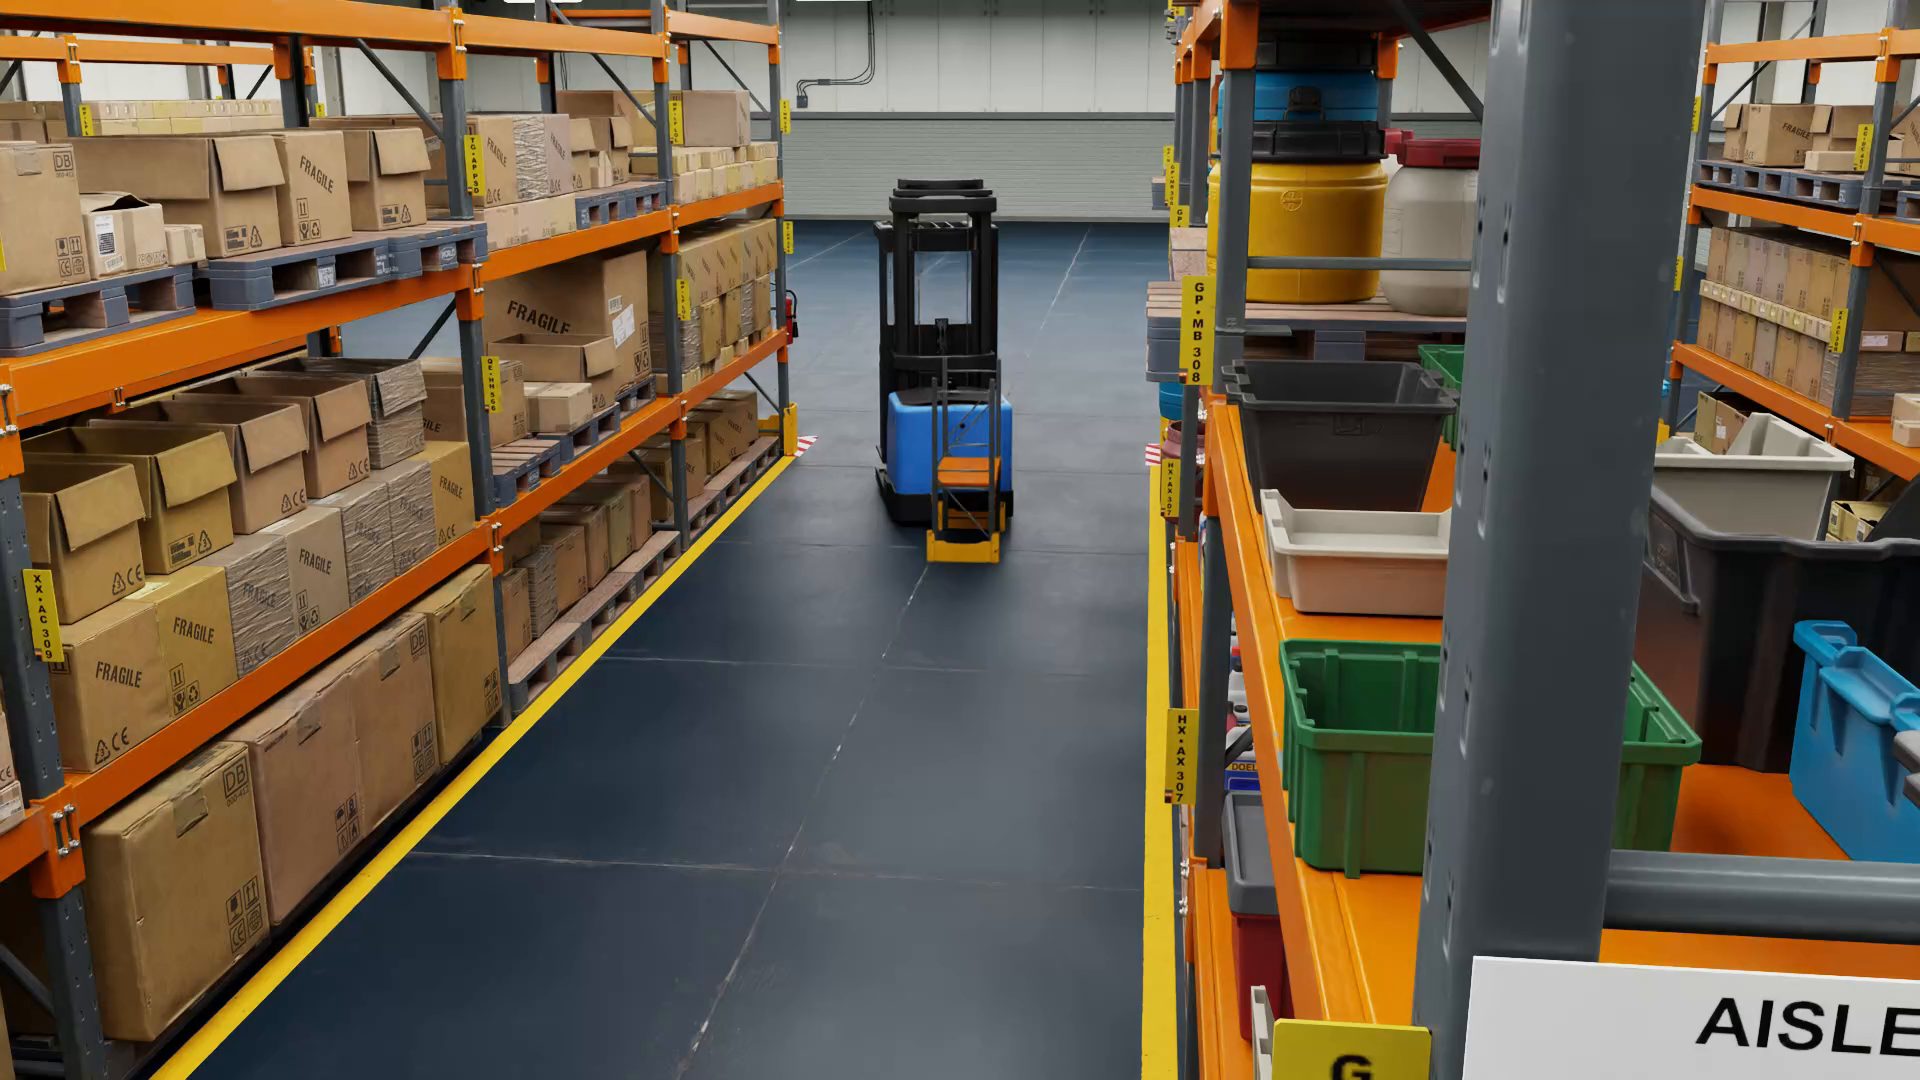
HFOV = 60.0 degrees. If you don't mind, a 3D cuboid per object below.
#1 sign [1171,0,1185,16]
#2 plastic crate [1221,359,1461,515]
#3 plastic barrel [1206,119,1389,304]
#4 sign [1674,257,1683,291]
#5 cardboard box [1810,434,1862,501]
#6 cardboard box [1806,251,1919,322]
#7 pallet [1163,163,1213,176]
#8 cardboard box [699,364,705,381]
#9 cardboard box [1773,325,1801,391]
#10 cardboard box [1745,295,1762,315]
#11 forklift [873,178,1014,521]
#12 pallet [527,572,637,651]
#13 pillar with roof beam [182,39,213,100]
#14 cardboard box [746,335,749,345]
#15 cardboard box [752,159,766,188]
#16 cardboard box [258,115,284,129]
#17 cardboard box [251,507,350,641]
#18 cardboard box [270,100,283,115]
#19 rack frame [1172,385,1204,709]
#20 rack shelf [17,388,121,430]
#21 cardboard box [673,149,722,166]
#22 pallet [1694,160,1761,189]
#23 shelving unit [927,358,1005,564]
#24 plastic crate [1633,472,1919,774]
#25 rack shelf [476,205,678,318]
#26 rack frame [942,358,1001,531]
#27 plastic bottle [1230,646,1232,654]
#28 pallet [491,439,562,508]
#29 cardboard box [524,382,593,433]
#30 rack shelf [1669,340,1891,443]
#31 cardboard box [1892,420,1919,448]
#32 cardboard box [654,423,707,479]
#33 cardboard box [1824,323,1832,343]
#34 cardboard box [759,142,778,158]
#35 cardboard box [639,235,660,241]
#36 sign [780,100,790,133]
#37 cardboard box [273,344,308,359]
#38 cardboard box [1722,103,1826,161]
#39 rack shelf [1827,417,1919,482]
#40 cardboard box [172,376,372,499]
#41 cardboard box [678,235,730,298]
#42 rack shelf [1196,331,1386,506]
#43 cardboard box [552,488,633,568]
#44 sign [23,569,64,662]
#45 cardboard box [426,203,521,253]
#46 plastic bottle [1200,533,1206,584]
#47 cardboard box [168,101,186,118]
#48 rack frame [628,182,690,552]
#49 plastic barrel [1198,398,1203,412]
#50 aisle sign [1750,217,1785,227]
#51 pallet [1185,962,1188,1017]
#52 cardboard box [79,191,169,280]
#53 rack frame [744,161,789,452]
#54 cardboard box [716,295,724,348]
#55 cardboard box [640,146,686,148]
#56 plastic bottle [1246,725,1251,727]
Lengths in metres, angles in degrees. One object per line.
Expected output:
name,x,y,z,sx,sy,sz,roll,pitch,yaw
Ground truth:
sign,1.612,-4.045,12.282,0.100,0.325,0.005,2,15,6
plastic crate,0.843,-0.227,3.757,0.497,0.269,0.590,2,15,6
plastic barrel,1.156,-1.140,5.720,0.600,0.588,0.600,0,15,0
sign,6.980,-2.595,16.203,0.100,0.325,0.005,2,15,6
cardboard box,6.982,-0.577,13.577,0.500,0.500,0.500,2,15,6
cardboard box,7.179,-2.005,13.152,0.700,0.500,0.500,2,15,6
pallet,2.419,-3.413,15.654,1.003,0.211,1.213,2,15,6
cardboard box,-2.399,-1.432,14.194,0.380,0.149,0.250,2,15,6
cardboard box,7.236,-1.514,13.824,0.700,0.500,0.500,2,15,7
cardboard box,7.129,-2.053,14.574,0.380,0.149,0.250,2,15,6
forklift,-0.227,-1.914,15.626,1.130,2.935,3.031,-2,15,-7
pallet,-2.985,0.489,11.950,1.003,0.211,1.213,2,15,6
pillar with roof beam,-11.757,-10.135,34.403,9.100,9.000,0.400,2,15,6
cardboard box,-2.258,-1.954,16.121,0.380,0.149,0.250,2,15,6
cardboard box,-2.168,-3.528,16.002,0.500,0.250,0.500,2,15,7
cardboard box,-7.064,-4.092,16.522,0.500,0.250,0.500,2,15,6
cardboard box,-3.200,0.144,7.692,0.500,0.500,0.500,2,15,7
cardboard box,-6.988,-4.320,16.604,0.380,0.149,0.250,2,15,7
rack frame,1.706,-0.193,9.130,1.000,3.000,0.127,2,15,6
rack shelf,-7.906,-0.683,12.319,1.077,0.370,4.000,2,15,6
cardboard box,-2.311,-3.359,14.615,0.380,0.149,0.250,1,15,5
pallet,7.425,-3.344,15.205,1.003,0.211,1.213,2,15,6
shelving unit,0.063,-0.679,13.800,0.587,1.500,1.083,1,15,4
plastic crate,1.249,0.075,2.509,0.504,0.338,0.767,2,15,6
rack shelf,-2.989,-1.959,11.290,1.077,0.370,4.000,2,15,6
rack frame,0.100,-0.814,14.298,0.500,1.500,0.032,1,15,4
plastic bottle,1.077,0.567,6.557,0.152,0.276,0.135,2,15,6
pallet,-3.240,-0.435,10.390,1.213,0.211,1.003,2,15,6
cardboard box,-2.797,-0.897,11.217,0.500,0.250,0.500,1,15,5
rack shelf,7.305,-1.255,14.436,1.077,0.370,4.000,2,15,6
cardboard box,6.776,-0.739,11.629,0.380,0.149,0.250,2,15,6
cardboard box,-2.630,-0.787,15.311,0.500,0.500,0.500,0,15,1
cardboard box,6.927,-1.586,12.847,0.380,0.149,0.250,1,15,5
cardboard box,-2.033,-3.901,16.619,0.380,0.149,0.250,2,15,6
cardboard box,-2.874,-2.435,14.745,0.500,0.500,0.500,2,15,6
sign,-1.763,-4.268,16.756,0.100,0.325,0.005,2,15,6
cardboard box,-7.240,-1.586,17.545,0.875,0.875,0.875,2,15,7
cardboard box,7.461,-3.740,15.232,0.797,0.503,0.637,3,15,10
rack shelf,6.853,-0.218,10.599,1.077,0.370,4.000,2,15,6
cardboard box,-3.390,-0.514,8.201,0.797,0.503,0.637,2,15,8
cardboard box,-2.348,-2.420,14.687,0.500,0.500,0.500,2,15,6
rack shelf,1.481,-0.775,6.914,1.077,0.370,4.000,2,15,6
cardboard box,-2.927,-0.101,12.733,0.700,0.500,0.500,2,15,6
sign,-3.115,0.258,5.651,0.100,0.325,0.005,2,15,6
cardboard box,-2.909,-1.829,9.721,0.500,0.250,0.500,2,15,7
plastic bottle,1.284,0.089,8.323,0.152,0.276,0.135,2,15,6
cardboard box,-7.188,-3.860,14.903,0.380,0.149,0.250,2,15,7
rack frame,-2.764,-1.377,13.506,1.000,3.000,0.127,2,15,6
plastic barrel,1.658,-0.630,10.530,0.421,0.512,0.421,0,15,0
aisle sign,7.830,-3.385,15.952,0.394,0.787,0.004,2,15,6
pallet,1.384,1.991,6.393,1.003,0.211,1.213,2,15,6
cardboard box,-3.453,-1.191,6.441,0.500,0.311,0.500,1,15,4
rack frame,-2.312,-2.414,17.343,1.000,3.000,0.127,2,15,6
cardboard box,-2.604,-1.945,14.846,0.875,0.500,0.500,2,15,6
cardboard box,-2.754,-3.581,15.436,0.380,0.149,0.250,1,15,4
plastic bottle,1.040,0.765,5.968,0.097,0.201,0.097,0,15,0
